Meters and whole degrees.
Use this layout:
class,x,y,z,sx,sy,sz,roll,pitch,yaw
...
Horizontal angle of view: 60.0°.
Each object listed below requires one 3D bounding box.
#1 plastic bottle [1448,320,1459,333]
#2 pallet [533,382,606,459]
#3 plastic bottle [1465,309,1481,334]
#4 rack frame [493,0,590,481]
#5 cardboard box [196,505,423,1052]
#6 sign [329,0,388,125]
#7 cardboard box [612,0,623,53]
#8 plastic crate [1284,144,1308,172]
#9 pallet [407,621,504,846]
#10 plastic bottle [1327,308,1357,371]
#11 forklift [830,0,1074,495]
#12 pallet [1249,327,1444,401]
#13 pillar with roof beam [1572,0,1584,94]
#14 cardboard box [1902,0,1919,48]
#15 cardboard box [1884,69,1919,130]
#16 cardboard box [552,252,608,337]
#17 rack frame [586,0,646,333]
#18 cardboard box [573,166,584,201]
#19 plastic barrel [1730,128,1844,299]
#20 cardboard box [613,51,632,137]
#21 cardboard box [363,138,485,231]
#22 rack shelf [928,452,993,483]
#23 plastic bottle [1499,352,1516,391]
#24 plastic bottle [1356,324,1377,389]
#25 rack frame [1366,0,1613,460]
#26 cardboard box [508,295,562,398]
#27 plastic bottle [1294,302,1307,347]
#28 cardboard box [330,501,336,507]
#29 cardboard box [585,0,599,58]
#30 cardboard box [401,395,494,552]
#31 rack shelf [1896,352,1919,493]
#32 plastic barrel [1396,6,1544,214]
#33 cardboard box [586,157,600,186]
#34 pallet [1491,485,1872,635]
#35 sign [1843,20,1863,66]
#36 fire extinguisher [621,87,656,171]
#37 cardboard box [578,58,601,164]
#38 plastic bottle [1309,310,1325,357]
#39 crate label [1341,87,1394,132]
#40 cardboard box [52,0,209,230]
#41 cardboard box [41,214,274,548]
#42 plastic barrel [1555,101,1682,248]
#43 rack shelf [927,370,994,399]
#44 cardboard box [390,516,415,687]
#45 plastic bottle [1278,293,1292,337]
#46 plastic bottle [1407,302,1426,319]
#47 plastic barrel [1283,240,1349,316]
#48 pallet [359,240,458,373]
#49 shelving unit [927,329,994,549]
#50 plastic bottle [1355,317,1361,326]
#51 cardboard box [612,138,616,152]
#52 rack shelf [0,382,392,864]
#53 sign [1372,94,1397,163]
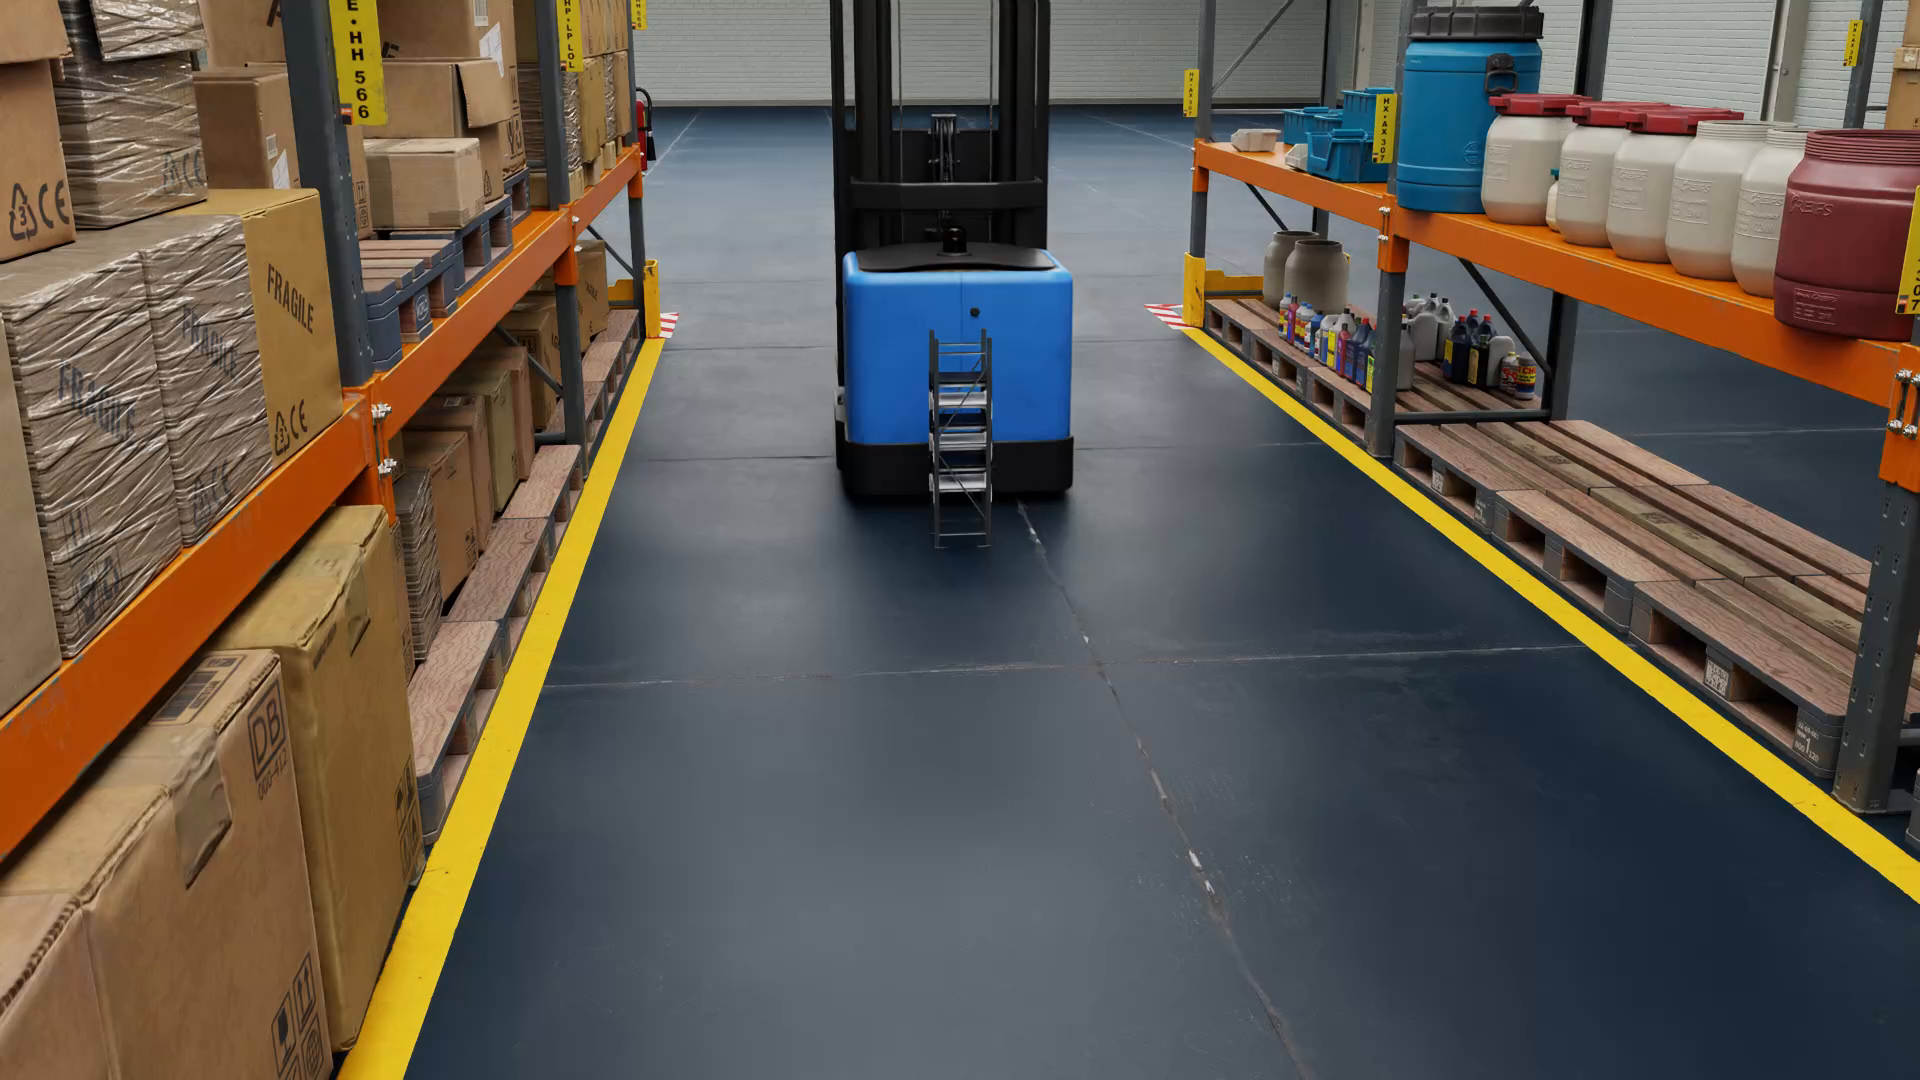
class,x,y,z,sx,sy,sz,roll,pitch,yaw
plastic bottle,2.864,-1.136,9.607,0.097,0.271,0.097,0,17,0
pallet,-2.425,-0.591,8.707,1.003,0.211,1.213,-2,18,-6
plastic bottle,2.916,-1.131,9.459,0.144,0.351,0.185,-3,18,-8
rack frame,-2.320,-1.722,7.655,1.000,3.000,0.127,-2,18,-6
cardboard box,-1.857,0.489,3.457,1.225,0.875,0.875,-3,18,-8
sign,-1.356,-1.101,3.743,0.100,0.325,0.005,-2,18,-6
cardboard box,-2.373,-3.276,10.270,0.500,0.500,0.500,-2,18,-6
plastic crate,2.187,-2.225,9.698,0.530,0.136,0.437,-2,18,-6
pallet,-1.987,0.567,5.018,1.003,0.211,1.213,-2,18,-6
plastic bottle,2.200,-1.158,9.545,0.144,0.351,0.185,-2,18,-6
forklift,-0.120,-1.995,8.638,1.130,2.935,3.031,-1,17,-5
pallet,2.450,-1.111,10.362,1.003,0.211,1.213,-2,18,-6
pillar with roof beam,6.842,-11.283,28.094,9.100,9.000,0.400,-2,18,-6
cardboard box,7.162,-3.730,11.718,0.700,0.500,0.500,-2,18,-5
cardboard box,7.157,-3.127,11.963,0.700,0.500,0.500,-2,18,-6
cardboard box,-2.589,-1.558,10.604,0.500,0.500,0.500,3,18,9
rack frame,-2.733,-2.914,11.451,1.000,3.000,0.127,-2,18,-6
cardboard box,-2.056,-1.751,8.165,0.380,0.149,0.250,-2,18,-6
plastic barrel,2.700,-1.037,5.285,0.421,0.512,0.421,0,17,0
cardboard box,-2.532,-2.794,10.404,0.875,0.500,0.500,-2,18,-6
cardboard box,-1.852,-1.166,5.432,0.500,0.250,0.500,-2,18,-7
rack shelf,0.001,-0.309,7.072,0.258,0.077,0.200,-2,18,-6
plastic bottle,2.989,-0.919,9.034,0.097,0.201,0.097,0,17,0
plastic bottle,2.253,-1.004,9.056,0.144,0.351,0.185,-2,18,-7
rack frame,2.606,-1.875,8.142,1.000,3.000,0.127,-2,18,-6
cardboard box,-2.388,-1.021,8.893,0.500,0.500,0.500,4,18,12
plastic bottle,2.106,-1.323,10.205,0.097,0.271,0.097,0,17,0
cardboard box,-2.007,-0.104,4.688,0.500,0.250,0.500,-1,17,-3
cardboard box,-2.218,-2.829,8.847,0.500,0.500,0.500,-2,18,-6
cardboard box,-2.190,-0.247,6.393,0.700,0.500,0.500,-3,18,-10
rack shelf,3.225,0.256,2.556,1.077,0.370,4.000,-2,18,-6
plastic barrel,2.345,-1.990,7.671,0.600,0.901,0.708,-2,18,-6
cardboard box,-2.129,-1.974,8.877,0.380,0.149,0.250,-2,18,-6
pallet,2.855,0.052,6.658,1.003,0.211,1.213,-2,18,-6
sign,6.568,-3.654,12.232,0.100,0.325,0.005,-2,18,-6
fire extinguisher,-2.286,-2.925,11.617,0.296,0.674,0.183,-2,18,-6
cardboard box,-2.322,-2.198,8.507,0.875,0.500,0.500,-2,18,-6
plastic bottle,2.137,-1.233,9.917,0.097,0.271,0.097,0,17,0
crate label,2.653,-2.544,10.213,0.502,0.435,0.616,-2,18,-6
cardboard box,-1.848,-0.838,2.998,0.797,0.503,0.637,-1,17,-4
cardboard box,-1.565,-0.290,2.926,0.500,0.500,0.500,-2,18,-6
plastic barrel,2.563,-1.430,6.496,0.433,0.535,0.433,0,17,0
rack shelf,0.001,-0.653,6.964,0.258,0.077,0.200,-2,18,-6
cardboard box,-1.997,0.253,4.801,0.700,0.500,0.500,-3,18,-9
plastic bottle,2.071,-1.425,10.530,0.097,0.271,0.097,0,17,0
plastic bottle,2.832,-1.326,10.207,0.152,0.276,0.135,-2,18,-7
plastic barrel,2.389,-1.737,11.155,0.421,0.512,0.421,0,17,0
pallet,-2.087,-0.648,4.554,1.213,0.211,1.003,-2,18,-6
shelving unit,0.001,-0.427,7.035,0.258,0.900,0.210,-2,18,-6
plastic bottle,2.299,-1.136,9.589,0.061,0.283,0.133,-2,18,-6
cardboard box,-2.385,-2.493,10.530,0.380,0.149,0.250,-2,18,-6
rack shelf,-1.701,0.409,2.069,1.077,0.370,4.000,-2,18,-6
sign,2.058,-1.994,8.057,0.100,0.325,0.005,-2,18,-6
